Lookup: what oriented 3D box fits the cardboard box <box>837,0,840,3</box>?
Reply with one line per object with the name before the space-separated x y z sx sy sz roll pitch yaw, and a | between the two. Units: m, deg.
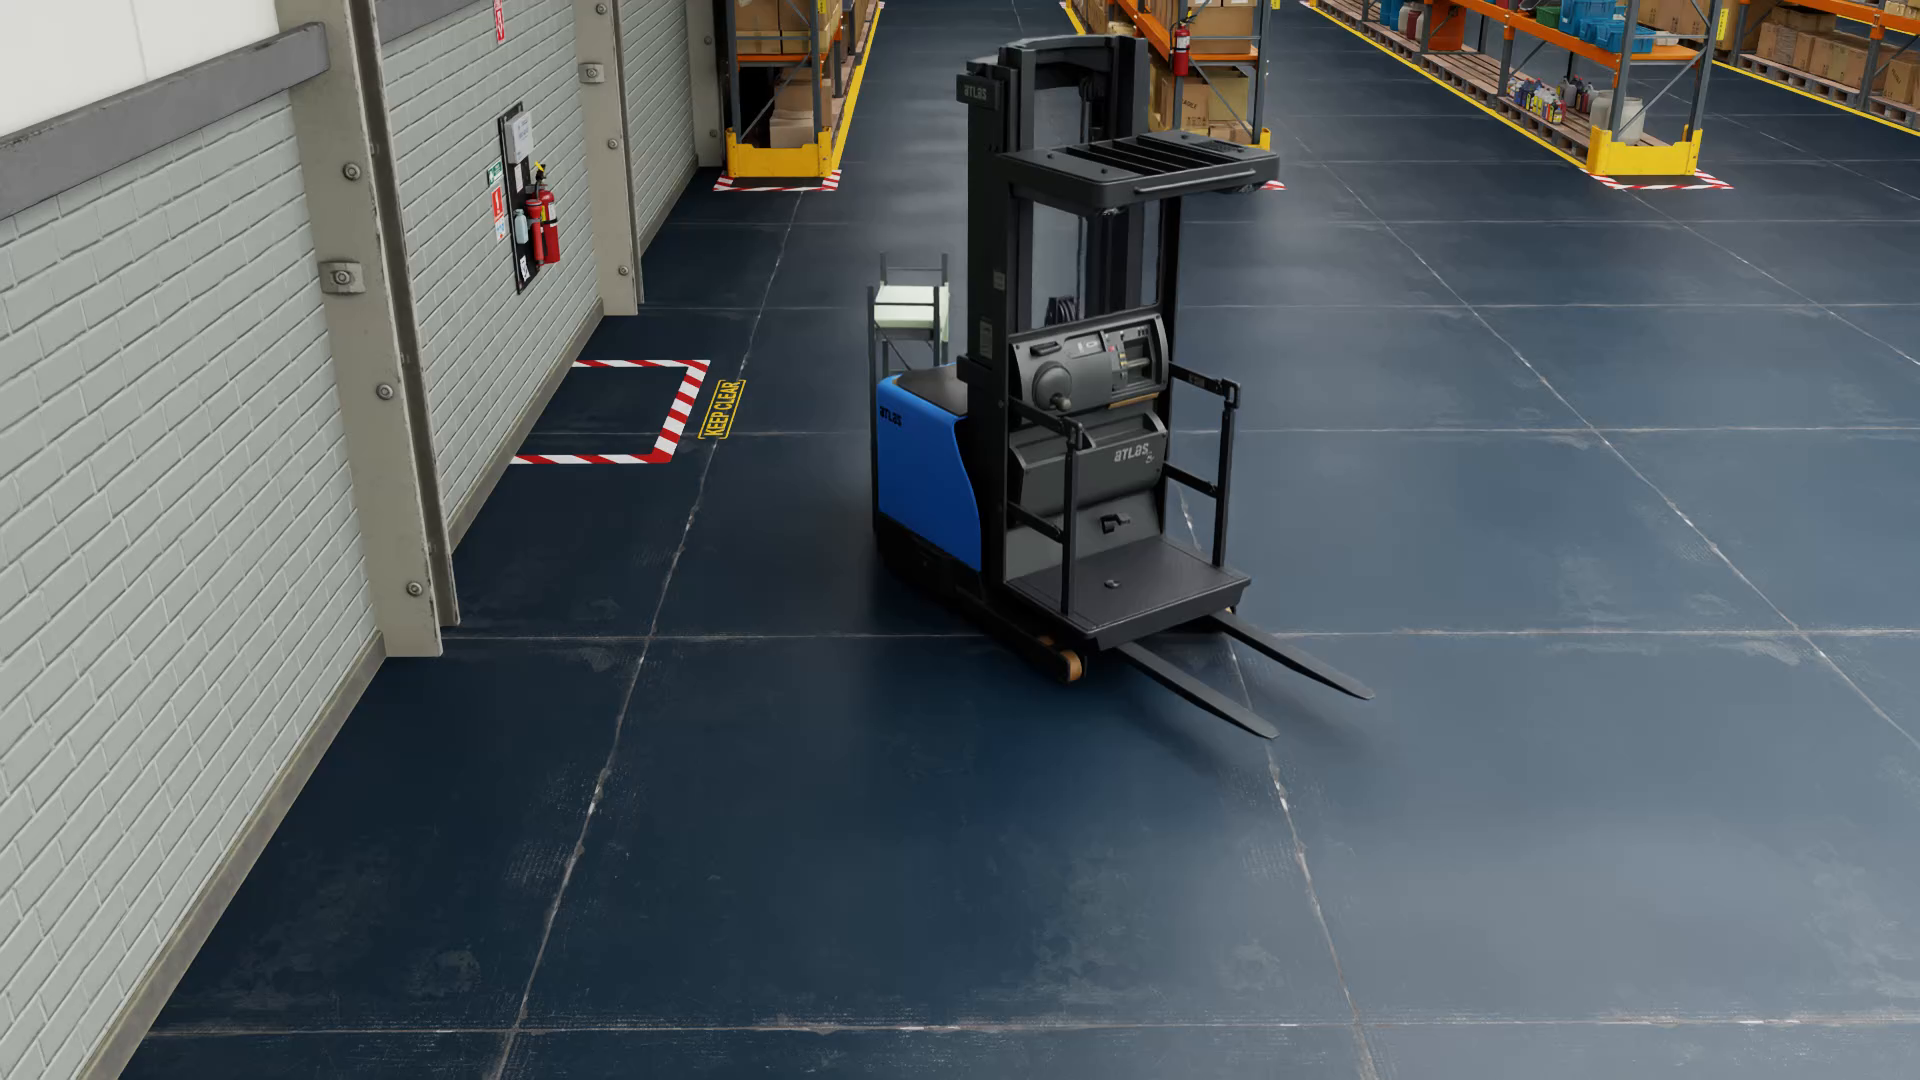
cardboard box | -1.773 -7.049 20.943 0.500 0.500 0.500 0 24 -1

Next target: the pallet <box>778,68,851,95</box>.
pallet | -2.124 -6.720 24.352 1.003 0.211 1.213 0 24 -1

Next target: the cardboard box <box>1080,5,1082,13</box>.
cardboard box | 2.414 -9.775 30.649 0.380 0.149 0.250 0 24 -1

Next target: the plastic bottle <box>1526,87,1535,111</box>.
plastic bottle | 7.364 -5.692 21.459 0.061 0.283 0.133 1 24 2

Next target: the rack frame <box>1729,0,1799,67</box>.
rack frame | 12.717 -8.881 25.745 1.000 3.000 0.127 0 24 -1

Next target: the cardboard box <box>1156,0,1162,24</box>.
cardboard box | 2.878 -6.835 21.101 0.700 0.500 0.500 -1 24 -1

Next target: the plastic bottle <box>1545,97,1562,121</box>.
plastic bottle | 7.418 -5.380 20.777 0.152 0.276 0.135 0 24 0

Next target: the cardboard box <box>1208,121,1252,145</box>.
cardboard box | 3.115 -4.702 19.333 0.500 0.250 0.500 0 24 -1

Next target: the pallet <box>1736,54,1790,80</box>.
pallet | 12.724 -7.288 25.608 1.003 0.211 1.213 0 24 -1

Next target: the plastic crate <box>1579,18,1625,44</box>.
plastic crate | 7.546 -5.967 19.483 0.499 0.251 0.408 0 24 -1

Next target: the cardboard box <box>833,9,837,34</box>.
cardboard box | -1.765 -6.293 20.181 0.500 0.250 0.500 0 24 0

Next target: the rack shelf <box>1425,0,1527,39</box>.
rack shelf | 7.786 -7.706 24.022 1.077 0.370 4.000 0 24 -1

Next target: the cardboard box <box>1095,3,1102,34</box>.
cardboard box | 2.549 -8.713 27.874 0.500 0.500 0.500 -1 24 -3

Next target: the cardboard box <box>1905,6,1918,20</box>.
cardboard box | 12.483 -6.822 21.499 0.380 0.149 0.250 0 24 -1

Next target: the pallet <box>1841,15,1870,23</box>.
pallet | 17.575 -10.020 31.648 1.003 0.211 1.213 0 24 -1

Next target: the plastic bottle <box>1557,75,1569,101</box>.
plastic bottle | 7.959 -5.939 21.922 0.144 0.351 0.185 0 24 -1

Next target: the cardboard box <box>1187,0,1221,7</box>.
cardboard box | 2.704 -6.039 18.554 0.380 0.149 0.250 -1 24 -1

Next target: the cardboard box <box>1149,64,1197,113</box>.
cardboard box | 2.570 -5.453 20.084 0.500 0.500 0.500 0 24 -1

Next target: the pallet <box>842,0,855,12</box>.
pallet | -1.961 -7.394 22.691 1.003 0.211 1.213 0 24 -1

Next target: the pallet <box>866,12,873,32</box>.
pallet | -2.116 -9.505 30.510 1.003 0.211 1.213 0 24 -1

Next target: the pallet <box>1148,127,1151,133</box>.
pallet | 2.838 -5.087 20.741 1.003 0.211 1.213 0 24 -1

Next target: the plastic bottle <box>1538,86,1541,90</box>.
plastic bottle | 7.524 -5.774 21.653 0.097 0.271 0.097 0 24 0

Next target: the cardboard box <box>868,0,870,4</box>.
cardboard box | -2.116 -10.669 32.222 0.700 0.500 0.500 0 24 -1

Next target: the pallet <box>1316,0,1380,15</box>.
pallet | 7.647 -10.544 32.808 1.003 0.211 1.213 0 24 -1

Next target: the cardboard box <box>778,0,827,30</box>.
cardboard box | -1.759 -5.998 18.619 0.500 0.500 0.500 0 24 0

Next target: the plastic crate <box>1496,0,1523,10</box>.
plastic crate | 7.497 -7.437 22.477 0.402 0.464 0.583 0 24 -1

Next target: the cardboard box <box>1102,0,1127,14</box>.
cardboard box | 2.562 -8.648 26.821 0.500 0.250 0.500 1 24 1

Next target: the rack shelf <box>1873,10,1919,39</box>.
rack shelf | 12.783 -6.080 20.427 1.077 0.370 4.000 0 24 -1

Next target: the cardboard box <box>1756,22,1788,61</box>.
cardboard box | 12.744 -7.666 25.560 0.700 0.500 0.500 -2 24 -3

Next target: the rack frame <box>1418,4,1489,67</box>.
rack frame | 7.765 -8.858 25.696 1.000 3.000 0.127 0 24 -1

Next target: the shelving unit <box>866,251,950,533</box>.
shelving unit | -0.293 -0.877 9.869 0.431 1.500 0.755 1 24 3

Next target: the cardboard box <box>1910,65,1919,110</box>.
cardboard box | 12.739 -5.884 21.643 0.500 0.500 0.500 8 25 16

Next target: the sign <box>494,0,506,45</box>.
sign | -2.973 -3.363 10.734 0.001 0.298 0.199 0 24 -1

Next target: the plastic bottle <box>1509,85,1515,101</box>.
plastic bottle | 7.374 -5.960 22.151 0.097 0.201 0.097 0 24 0

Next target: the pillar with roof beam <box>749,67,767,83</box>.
pillar with roof beam | 1.312 -11.027 23.211 9.100 9.000 0.400 0 24 -1

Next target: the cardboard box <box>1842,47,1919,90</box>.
cardboard box | 12.776 -6.547 23.085 0.700 0.500 0.500 -2 24 -5

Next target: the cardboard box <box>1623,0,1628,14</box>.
cardboard box | 12.746 -10.024 30.343 0.875 0.875 0.875 0 24 -1

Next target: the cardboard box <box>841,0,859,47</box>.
cardboard box | -2.019 -8.329 26.626 0.750 0.750 0.750 -1 24 -1

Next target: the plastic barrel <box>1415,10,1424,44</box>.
plastic barrel | 7.647 -8.350 27.081 0.421 0.512 0.421 0 24 0

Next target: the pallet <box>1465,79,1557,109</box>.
pallet | 7.761 -6.263 23.342 1.003 0.211 1.213 0 24 -1

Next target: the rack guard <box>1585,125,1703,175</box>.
rack guard | 7.804 -4.454 18.991 1.175 0.500 0.348 0 24 -1

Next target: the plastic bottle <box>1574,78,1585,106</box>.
plastic bottle | 8.105 -5.860 21.748 0.144 0.351 0.185 -1 24 -3

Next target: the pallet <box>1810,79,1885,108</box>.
pallet | 12.751 -6.283 23.385 1.003 0.211 1.213 0 24 -1

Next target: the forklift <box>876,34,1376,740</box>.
forklift | 0.776 -0.852 8.078 1.130 2.935 3.031 -16 29 -31

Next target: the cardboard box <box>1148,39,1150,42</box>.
cardboard box | 2.549 -6.969 23.665 0.500 0.311 0.500 0 24 -1
